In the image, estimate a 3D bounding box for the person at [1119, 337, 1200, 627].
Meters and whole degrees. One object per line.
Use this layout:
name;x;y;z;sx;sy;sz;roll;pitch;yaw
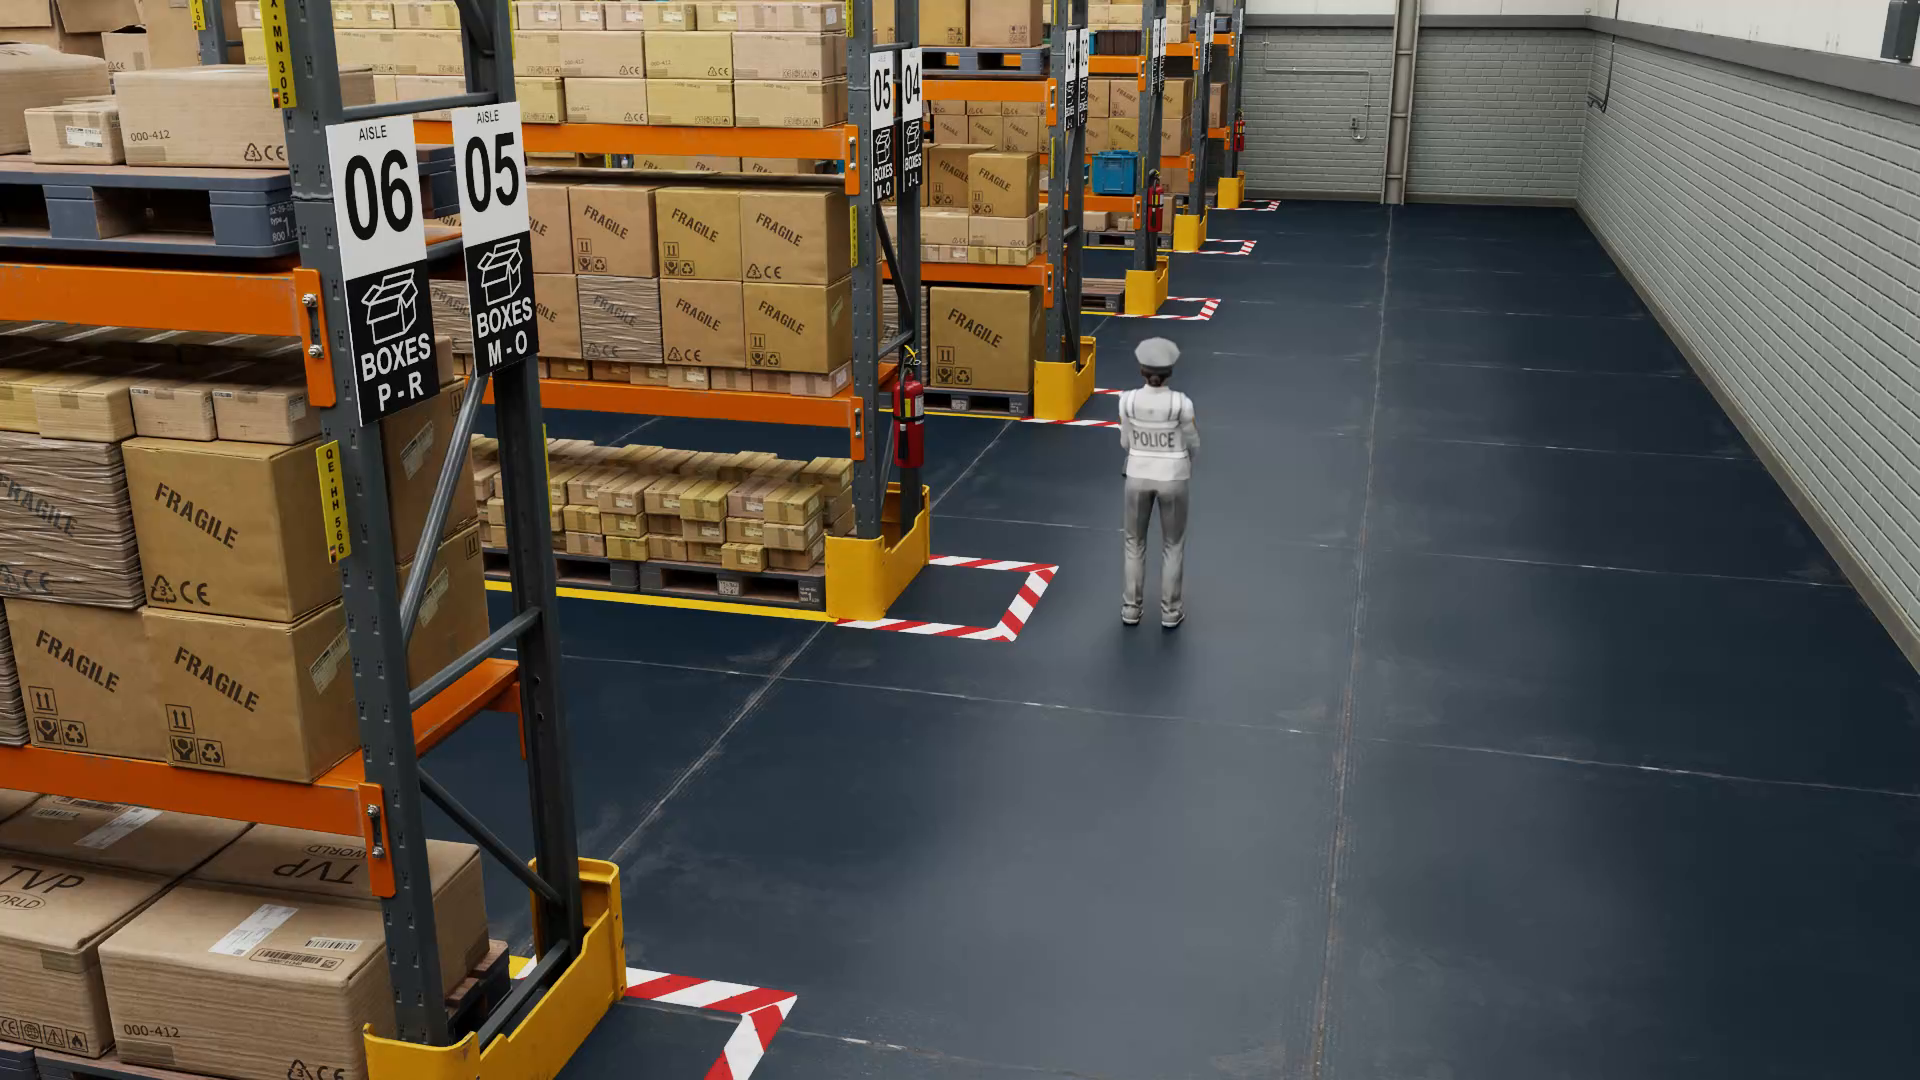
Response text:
person;1.143;-0.344;9.559;0.459;1.686;0.549;5;19;15
